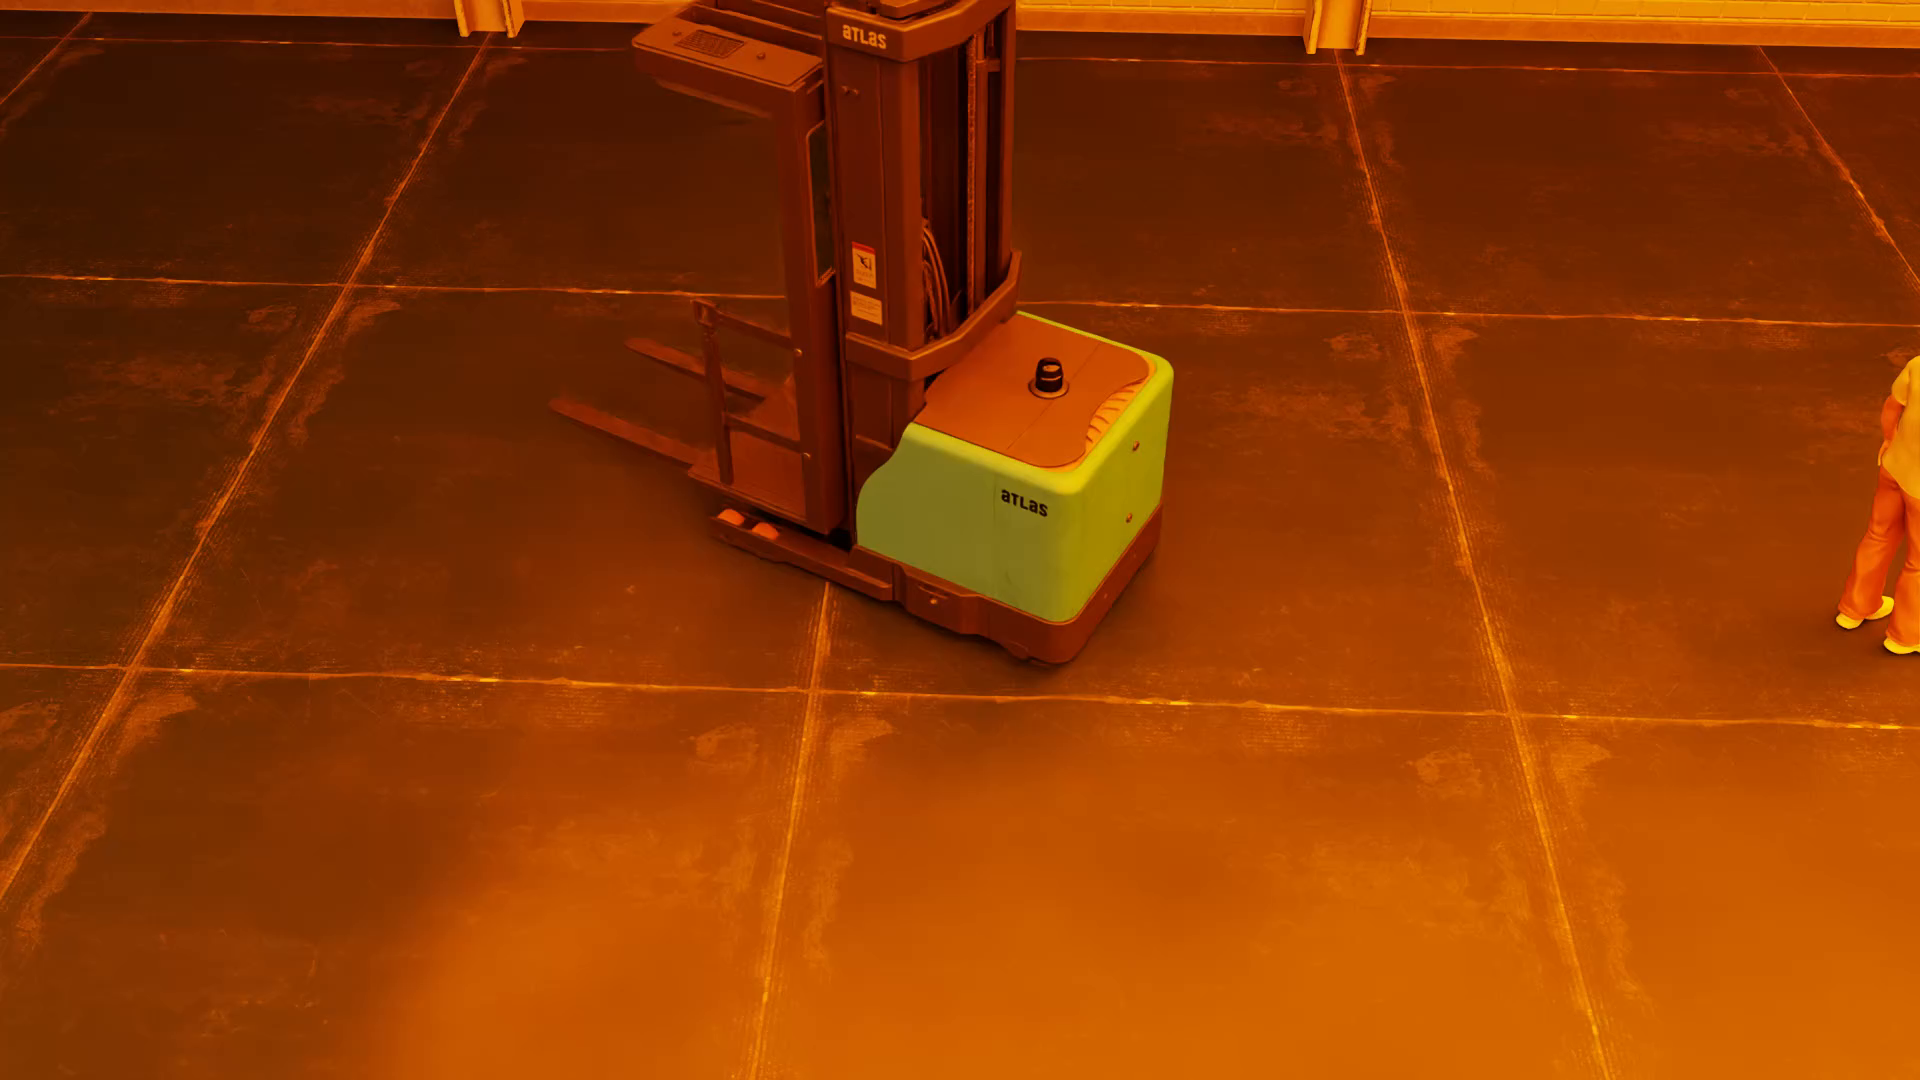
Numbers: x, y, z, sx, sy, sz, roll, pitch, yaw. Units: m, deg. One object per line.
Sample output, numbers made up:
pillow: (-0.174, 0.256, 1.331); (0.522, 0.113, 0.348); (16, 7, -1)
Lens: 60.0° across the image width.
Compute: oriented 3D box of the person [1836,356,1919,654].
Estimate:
person: (4.082, -0.257, 6.944); (0.548, 1.673, 0.554); (-10, 43, -10)

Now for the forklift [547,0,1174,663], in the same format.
forklift: (-0.596, -1.283, 7.147); (3.031, 2.935, 1.130); (21, 46, 22)
